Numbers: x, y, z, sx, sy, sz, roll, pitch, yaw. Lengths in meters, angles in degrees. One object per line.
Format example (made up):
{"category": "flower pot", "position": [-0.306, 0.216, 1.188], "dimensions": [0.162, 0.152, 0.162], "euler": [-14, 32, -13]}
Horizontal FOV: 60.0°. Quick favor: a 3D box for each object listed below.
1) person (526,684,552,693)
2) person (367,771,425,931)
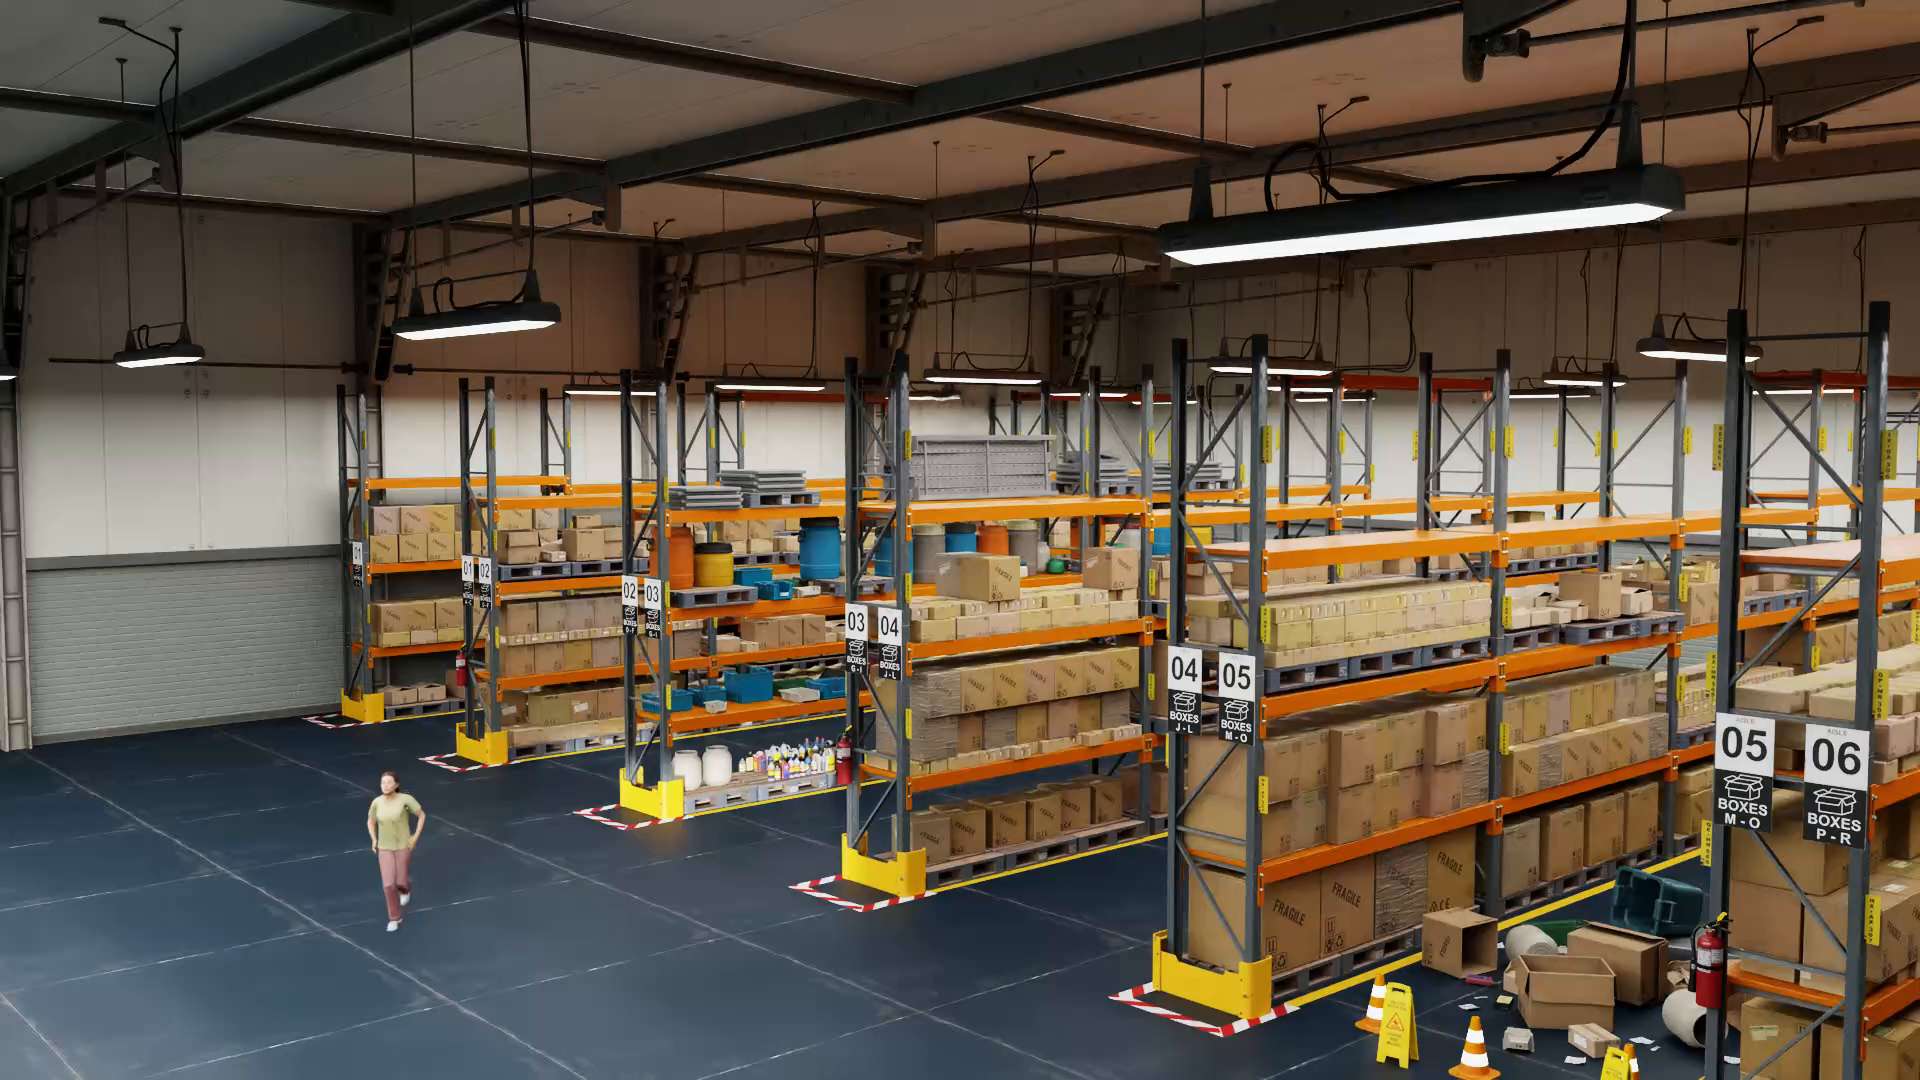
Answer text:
{"category": "person", "position": [-7.152, 2.418, 28.571], "dimensions": [0.724, 1.734, 0.704], "euler": [-3, 5, -41]}
{"category": "person", "position": [-5.895, 3.215, 17.421], "dimensions": [0.586, 1.654, 0.618], "euler": [0, 4, -4]}
